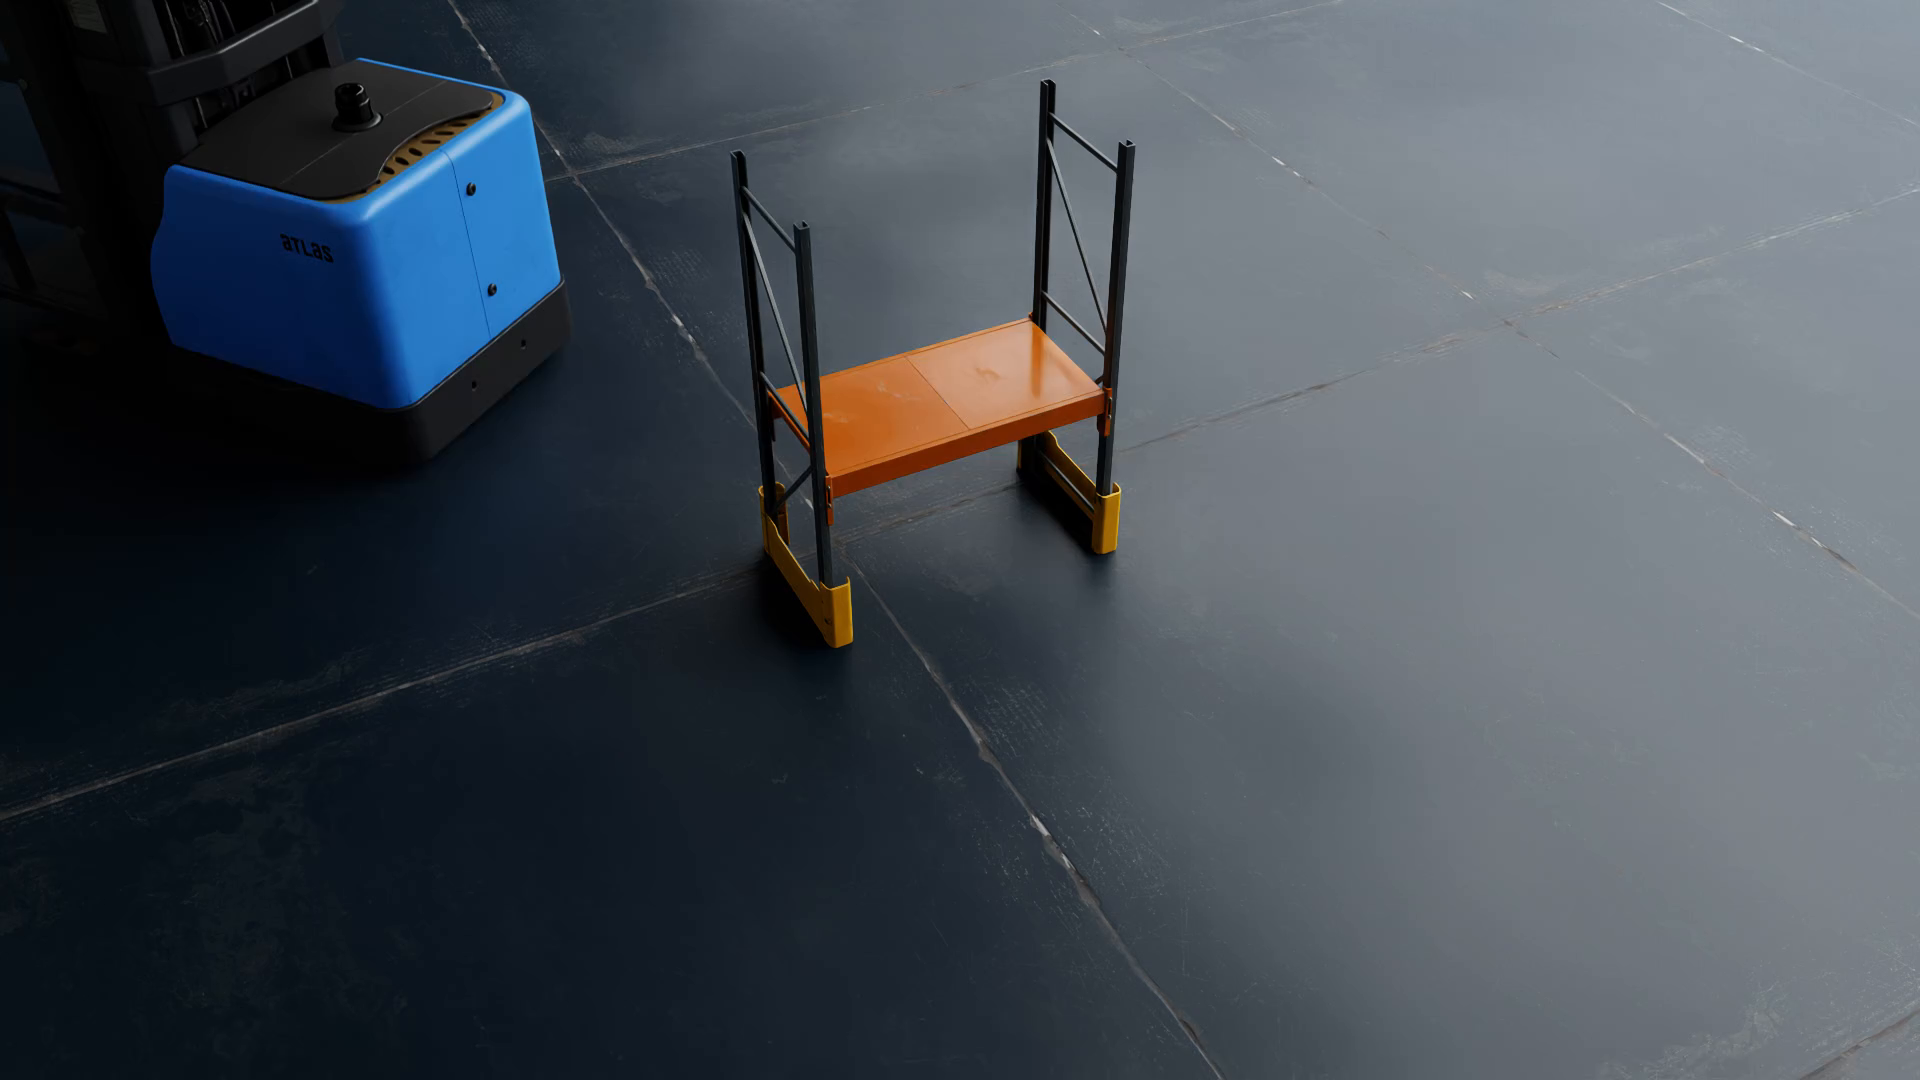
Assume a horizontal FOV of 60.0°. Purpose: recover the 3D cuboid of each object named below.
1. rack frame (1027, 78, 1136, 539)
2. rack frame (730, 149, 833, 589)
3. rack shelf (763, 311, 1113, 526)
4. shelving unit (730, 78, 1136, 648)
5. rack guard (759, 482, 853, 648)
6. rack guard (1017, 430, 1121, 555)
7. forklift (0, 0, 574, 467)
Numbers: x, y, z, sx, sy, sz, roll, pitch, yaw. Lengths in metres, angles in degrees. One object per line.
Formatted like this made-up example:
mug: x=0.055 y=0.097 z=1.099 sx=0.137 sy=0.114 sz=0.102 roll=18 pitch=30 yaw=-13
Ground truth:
rack frame: x=0.375 y=-0.699 z=5.415 sx=0.032 sy=1.500 sz=0.500 roll=-19 pitch=44 yaw=-21
rack frame: x=-0.527 y=-0.395 z=5.056 sx=0.032 sy=1.500 sz=0.500 roll=-19 pitch=44 yaw=-21
rack shelf: x=-0.076 y=-0.410 z=5.352 sx=1.000 sy=0.185 sz=0.538 roll=-19 pitch=44 yaw=-21
shelving unit: x=-0.068 y=-0.550 z=5.239 sx=1.083 sy=1.500 sz=0.587 roll=-19 pitch=44 yaw=-21
rack guard: x=-0.509 y=0.076 z=5.467 sx=0.087 sy=0.250 sz=0.587 roll=-19 pitch=44 yaw=-21
rack guard: x=0.374 y=-0.221 z=5.818 sx=0.087 sy=0.250 sz=0.587 roll=-19 pitch=44 yaw=-21
forklift: x=-3.097 y=-2.021 z=5.869 sx=3.031 sy=2.935 sz=1.130 roll=16 pitch=43 yaw=19
